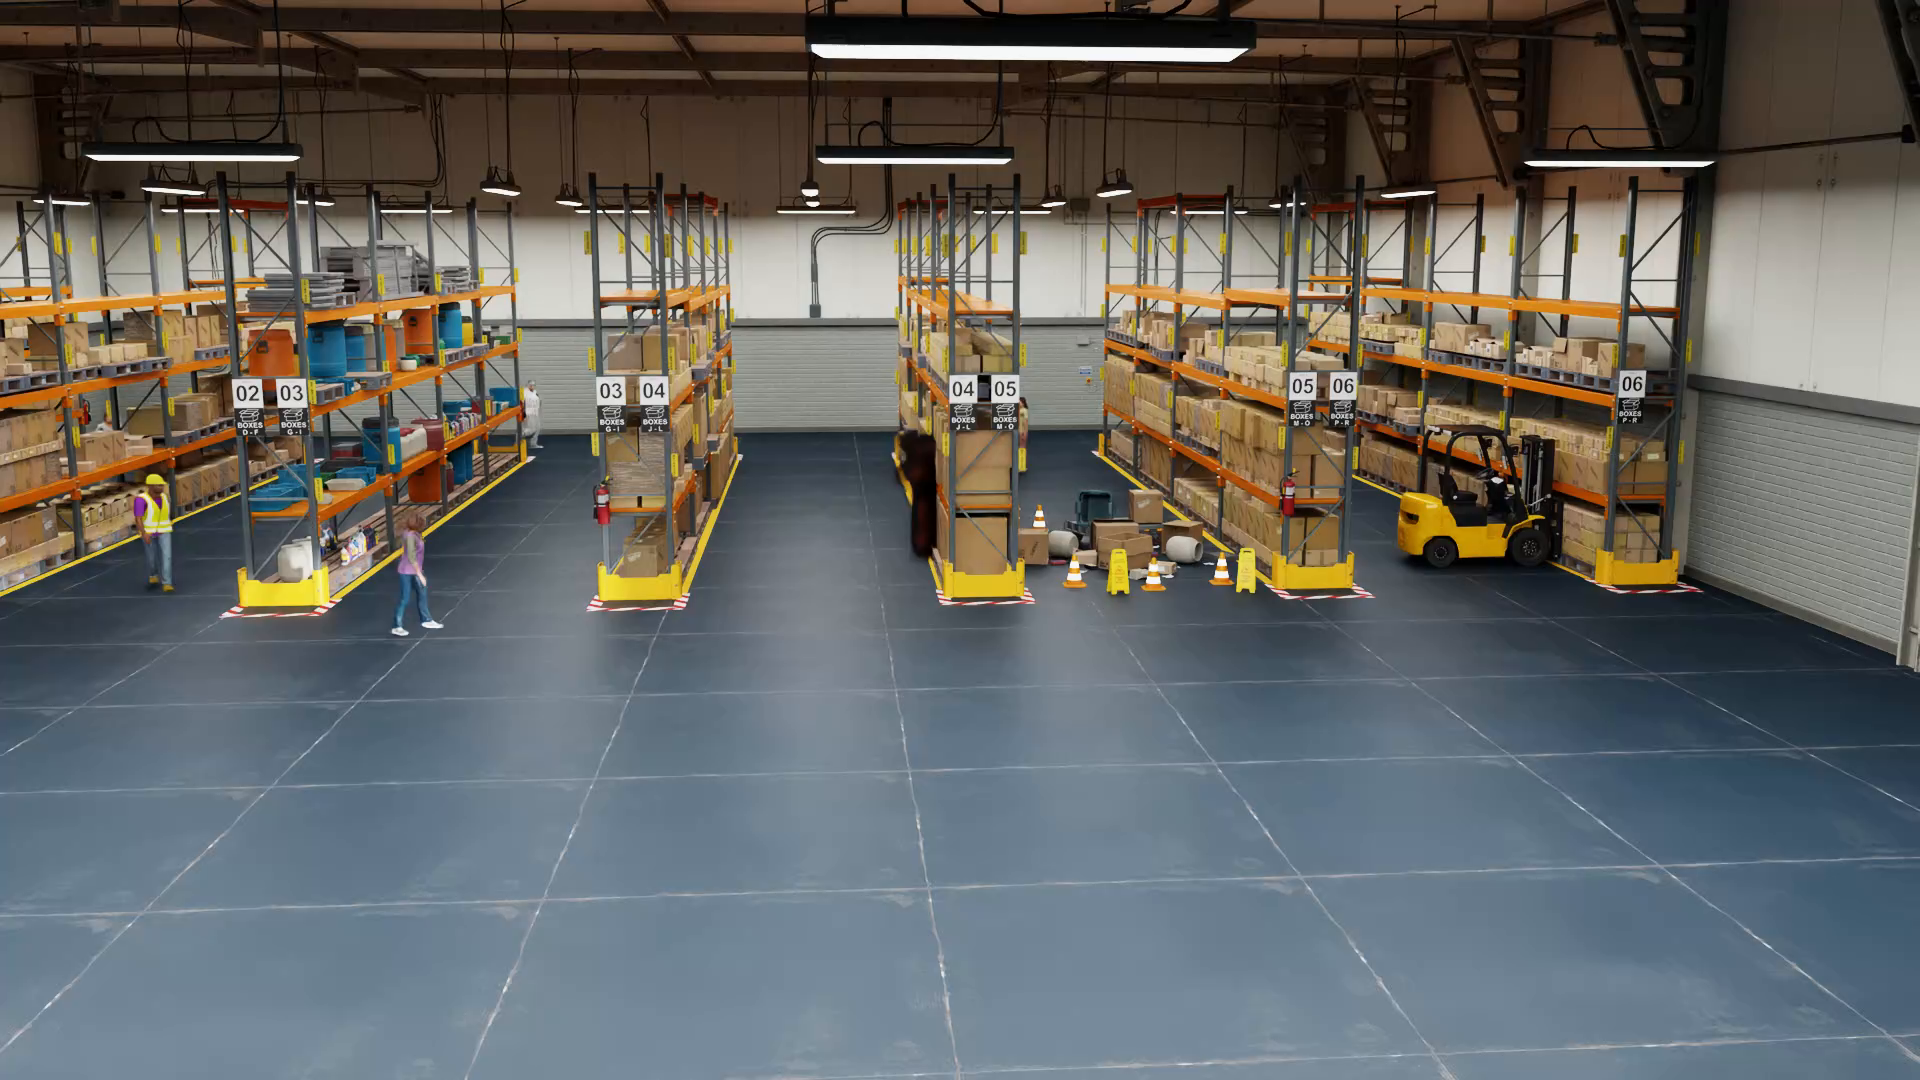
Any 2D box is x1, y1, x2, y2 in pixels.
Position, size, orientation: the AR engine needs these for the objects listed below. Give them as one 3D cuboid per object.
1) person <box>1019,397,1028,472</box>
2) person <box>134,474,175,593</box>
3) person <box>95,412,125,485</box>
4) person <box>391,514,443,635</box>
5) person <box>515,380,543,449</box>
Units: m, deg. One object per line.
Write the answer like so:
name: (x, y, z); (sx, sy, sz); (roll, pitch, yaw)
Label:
person: (1.371, -2.380, 37.341); (0.351, 1.676, 0.515); (-2, 10, -12)
person: (-11.801, -0.103, 24.357); (0.494, 1.732, 1.018); (-5, 11, -27)
person: (-17.720, -1.875, 34.688); (0.643, 1.644, 0.982); (-1, 10, -5)
person: (-7.154, 0.439, 21.742); (0.572, 1.590, 0.584); (-1, 10, -4)
person: (-10.728, -3.130, 41.324); (0.637, 1.732, 0.556); (0, 10, -1)
